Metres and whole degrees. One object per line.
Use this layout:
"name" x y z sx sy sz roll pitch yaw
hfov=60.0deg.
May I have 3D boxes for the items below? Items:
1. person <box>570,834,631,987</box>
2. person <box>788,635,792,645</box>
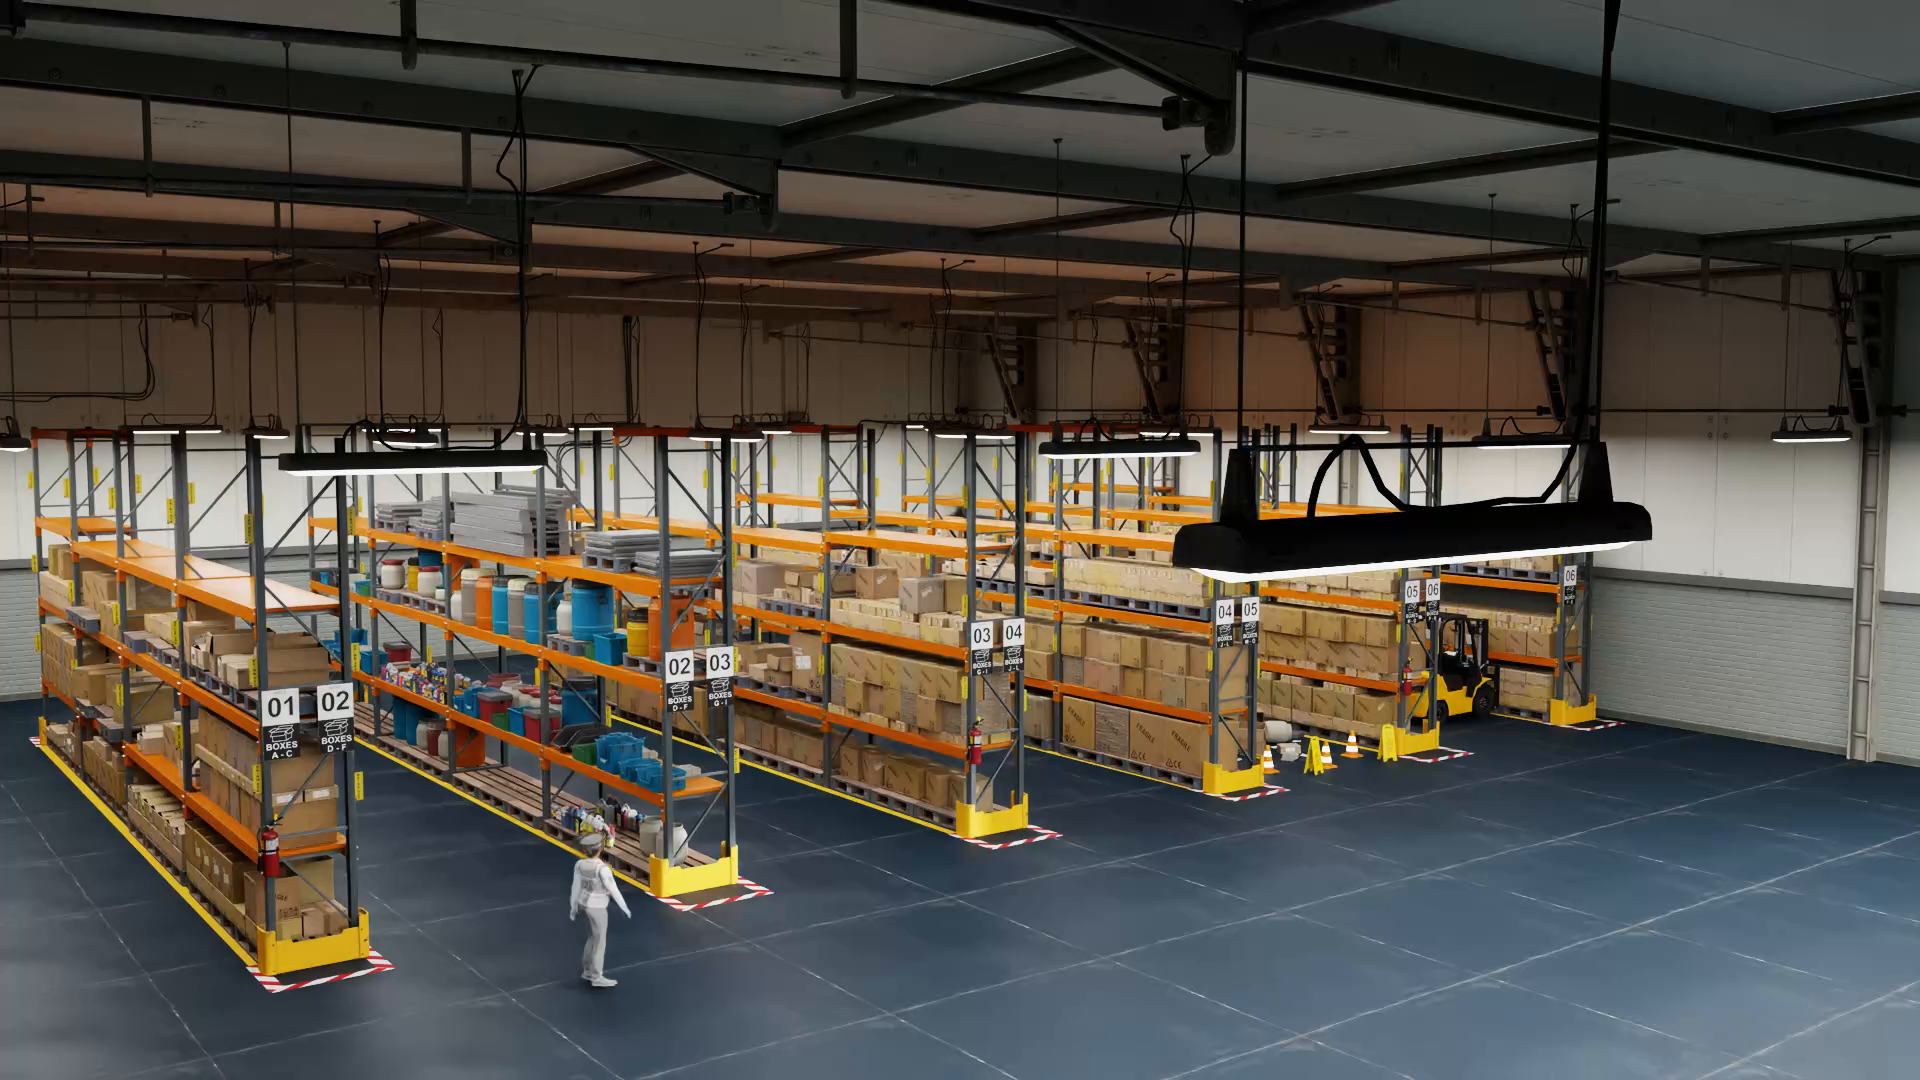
"person" -3.946 4.078 18.291 0.525 1.711 0.529 -4 6 -38
"person" -4.386 2.098 43.636 0.541 1.656 0.543 -3 5 -30
